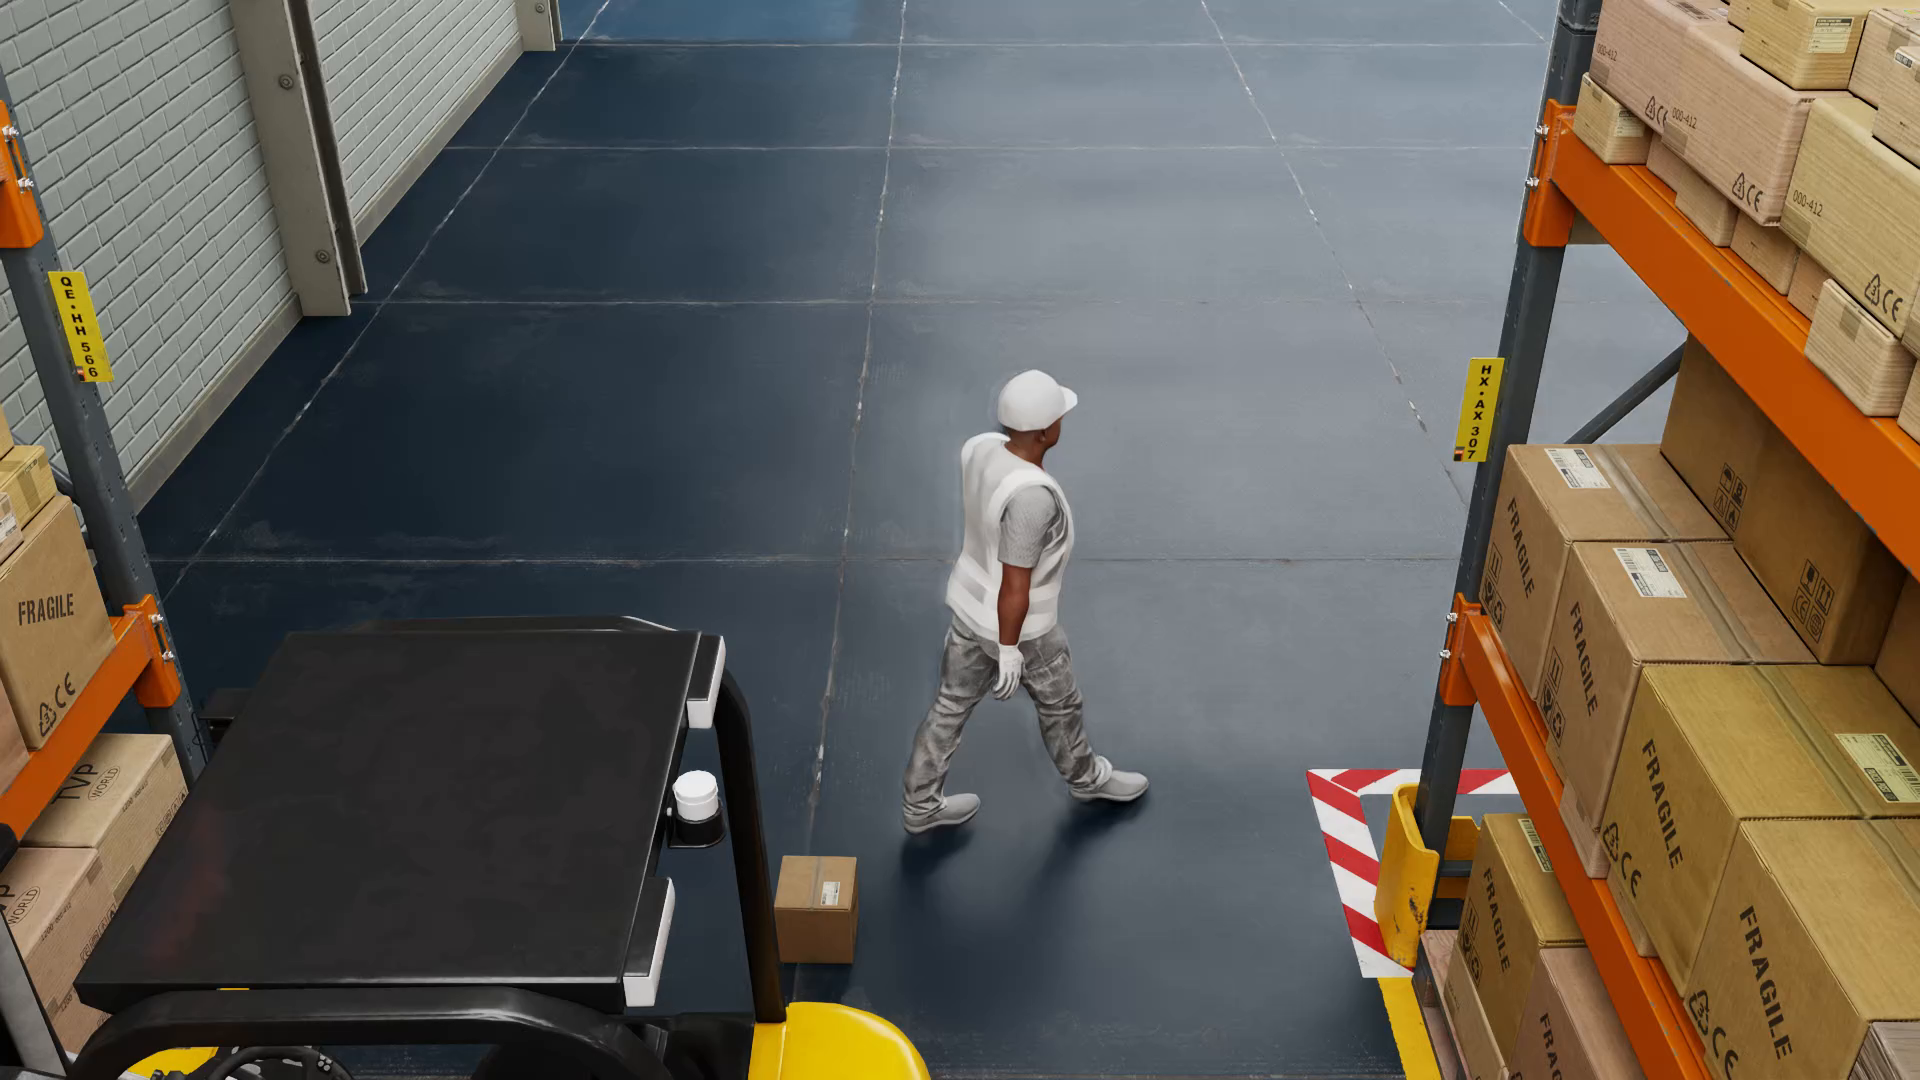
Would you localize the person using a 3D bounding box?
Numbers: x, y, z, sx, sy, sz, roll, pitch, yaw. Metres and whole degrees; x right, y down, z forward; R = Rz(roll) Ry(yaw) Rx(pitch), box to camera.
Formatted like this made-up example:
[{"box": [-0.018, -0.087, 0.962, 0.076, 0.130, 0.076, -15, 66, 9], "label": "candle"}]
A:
[{"box": [0.213, 0.217, 5.741, 0.927, 1.734, 0.590, -16, 35, -24], "label": "person"}]
